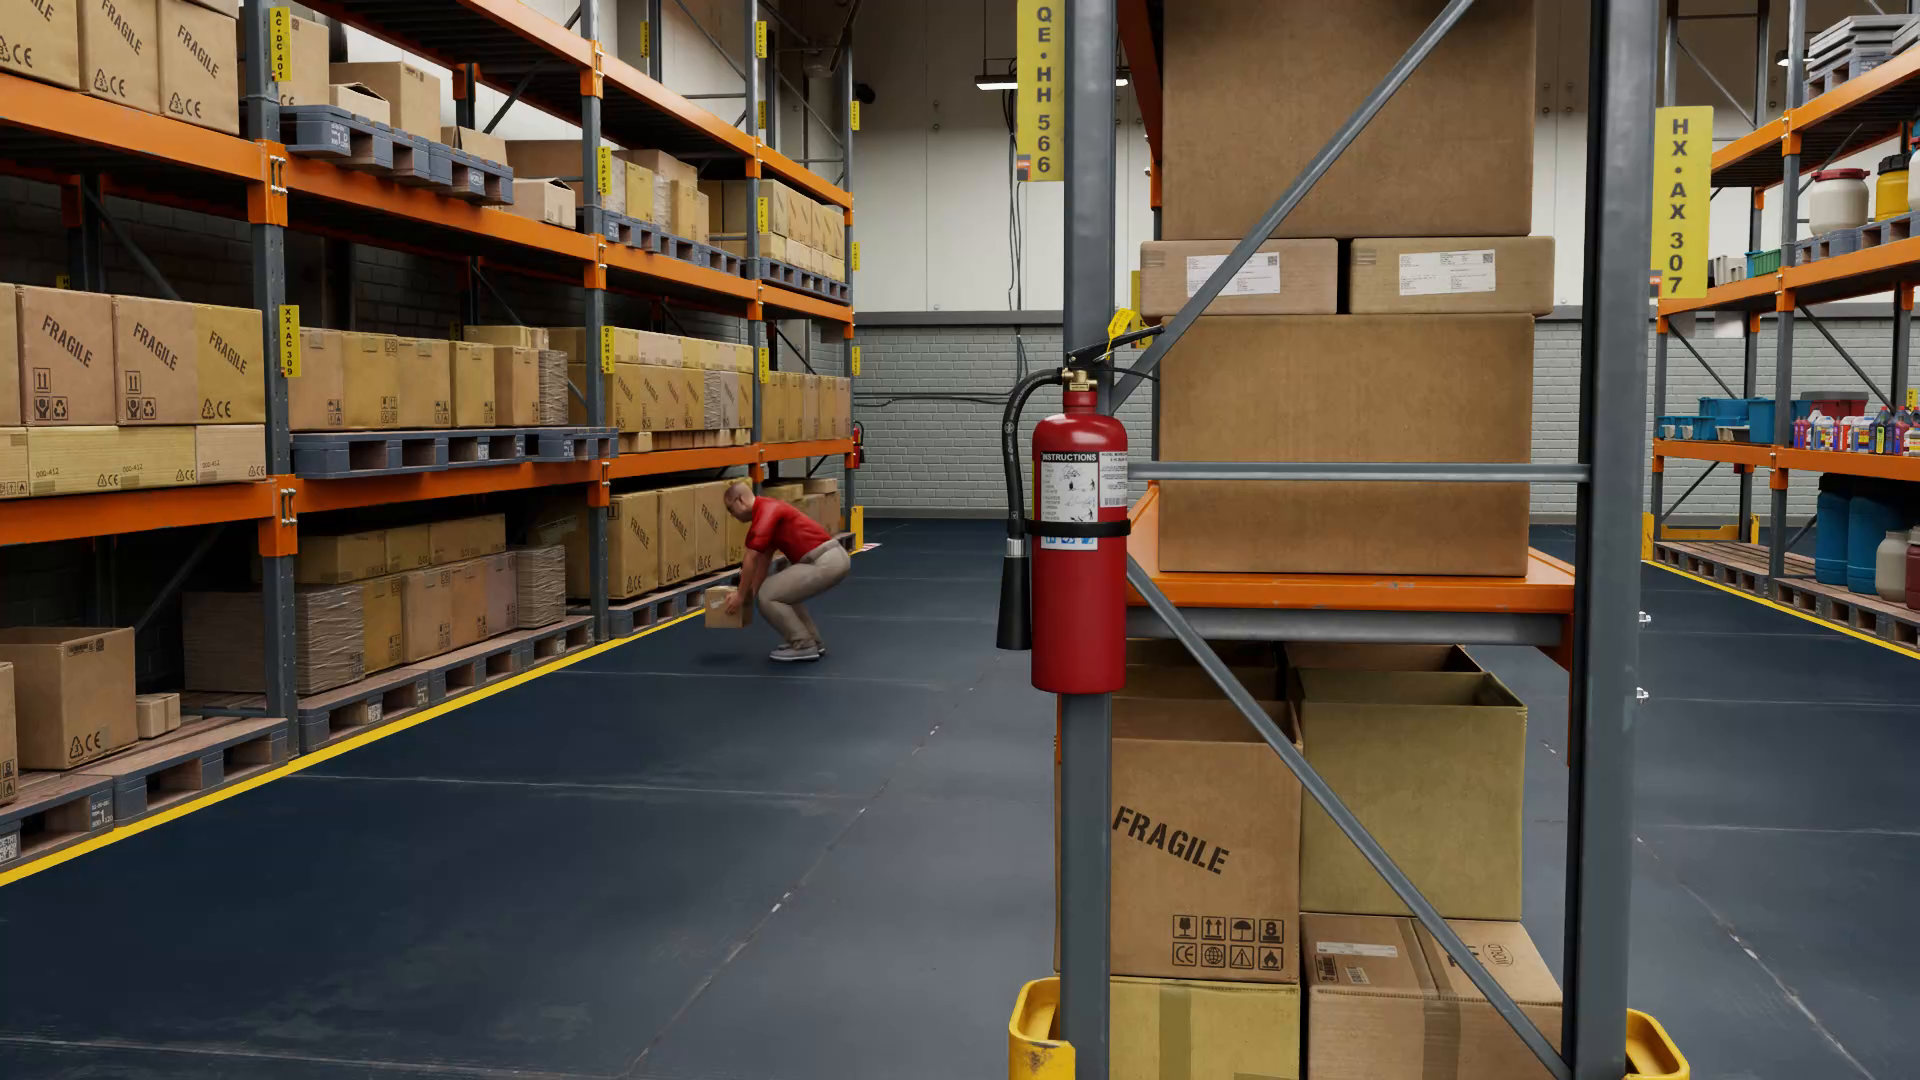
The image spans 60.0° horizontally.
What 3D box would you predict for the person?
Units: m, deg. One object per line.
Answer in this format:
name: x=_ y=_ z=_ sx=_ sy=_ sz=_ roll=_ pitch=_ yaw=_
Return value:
person: x=-1.139 y=0.202 z=10.878 sx=0.813 sy=1.155 sz=0.573 roll=1 pitch=4 yaw=9
